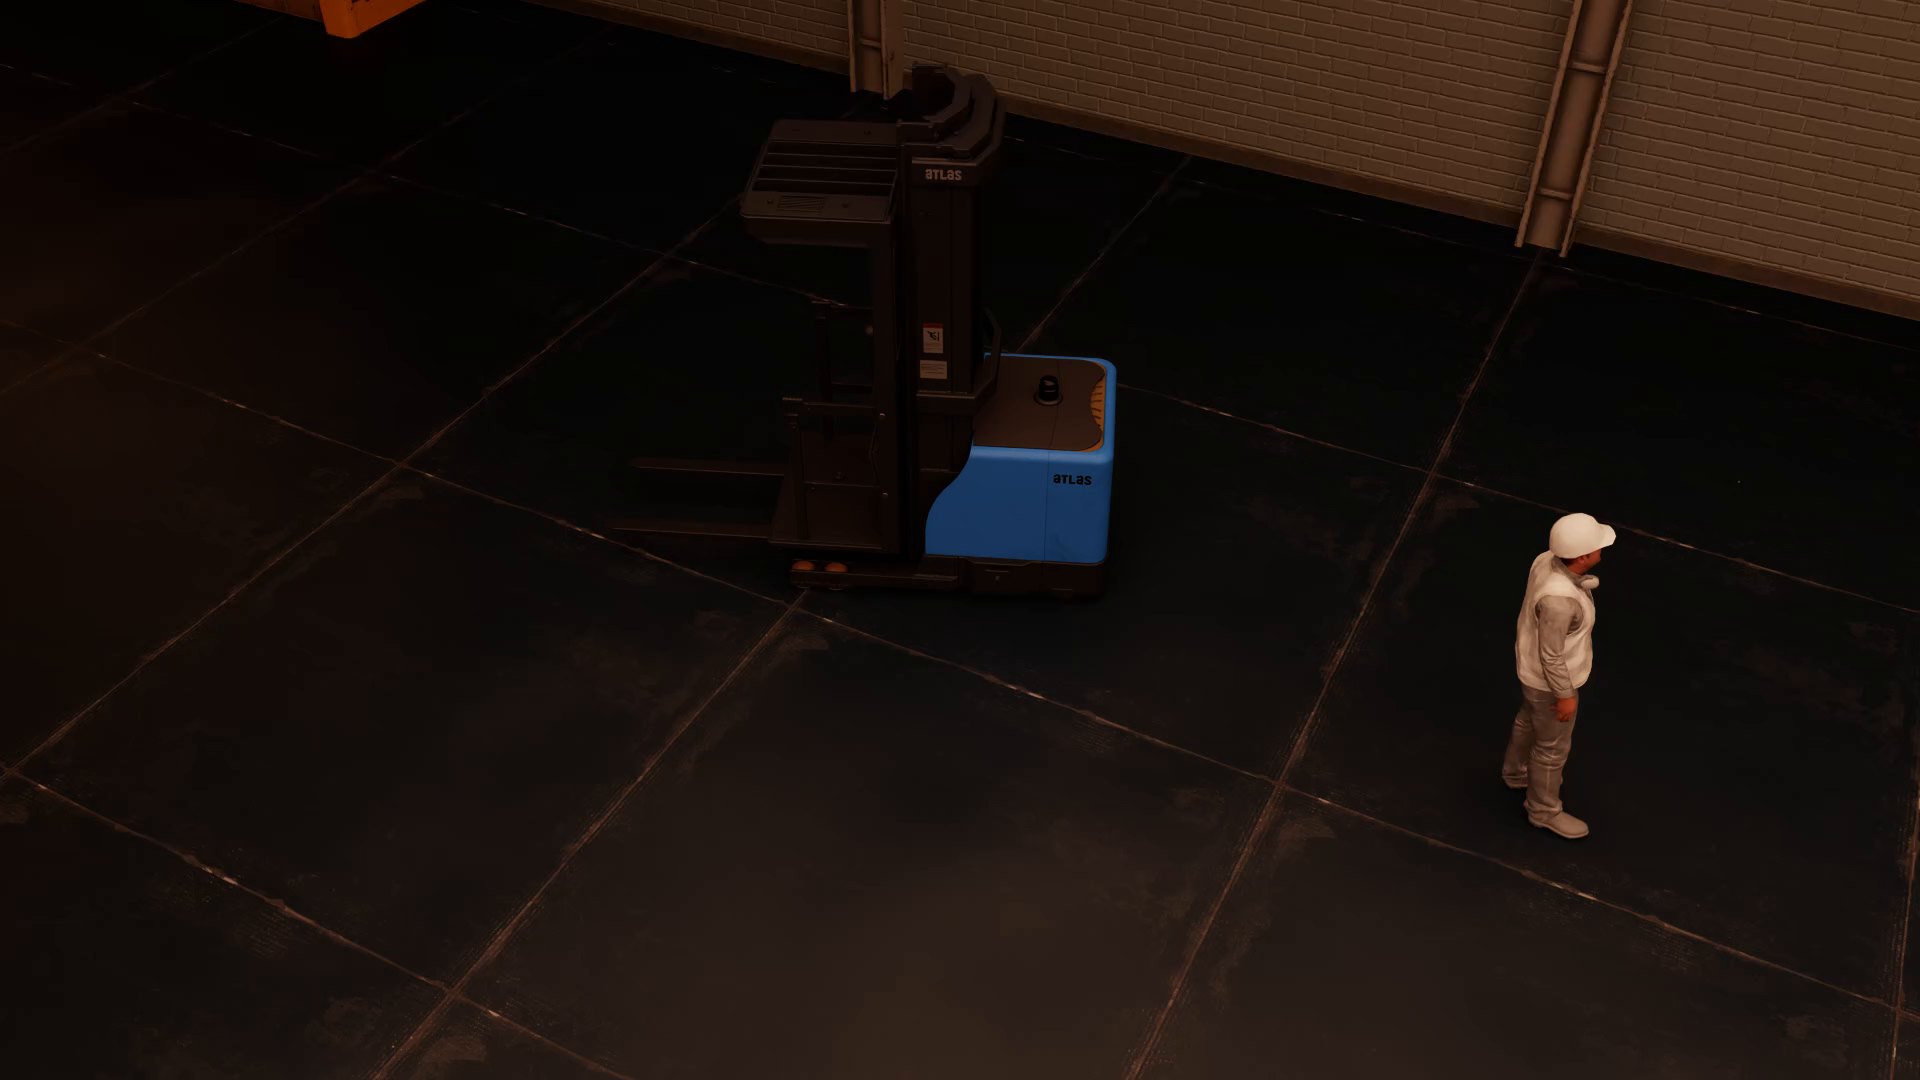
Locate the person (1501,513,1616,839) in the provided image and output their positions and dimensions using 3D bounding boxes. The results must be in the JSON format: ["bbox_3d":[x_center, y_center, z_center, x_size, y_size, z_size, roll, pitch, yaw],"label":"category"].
[{"bbox_3d":[2.971,0.620,8.136,0.568,1.773,0.633,8,41,9],"label":"person"}]

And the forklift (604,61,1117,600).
[{"bbox_3d":[-0.606,-1.157,9.360,3.031,2.935,1.130,3,40,4],"label":"forklift"}]
